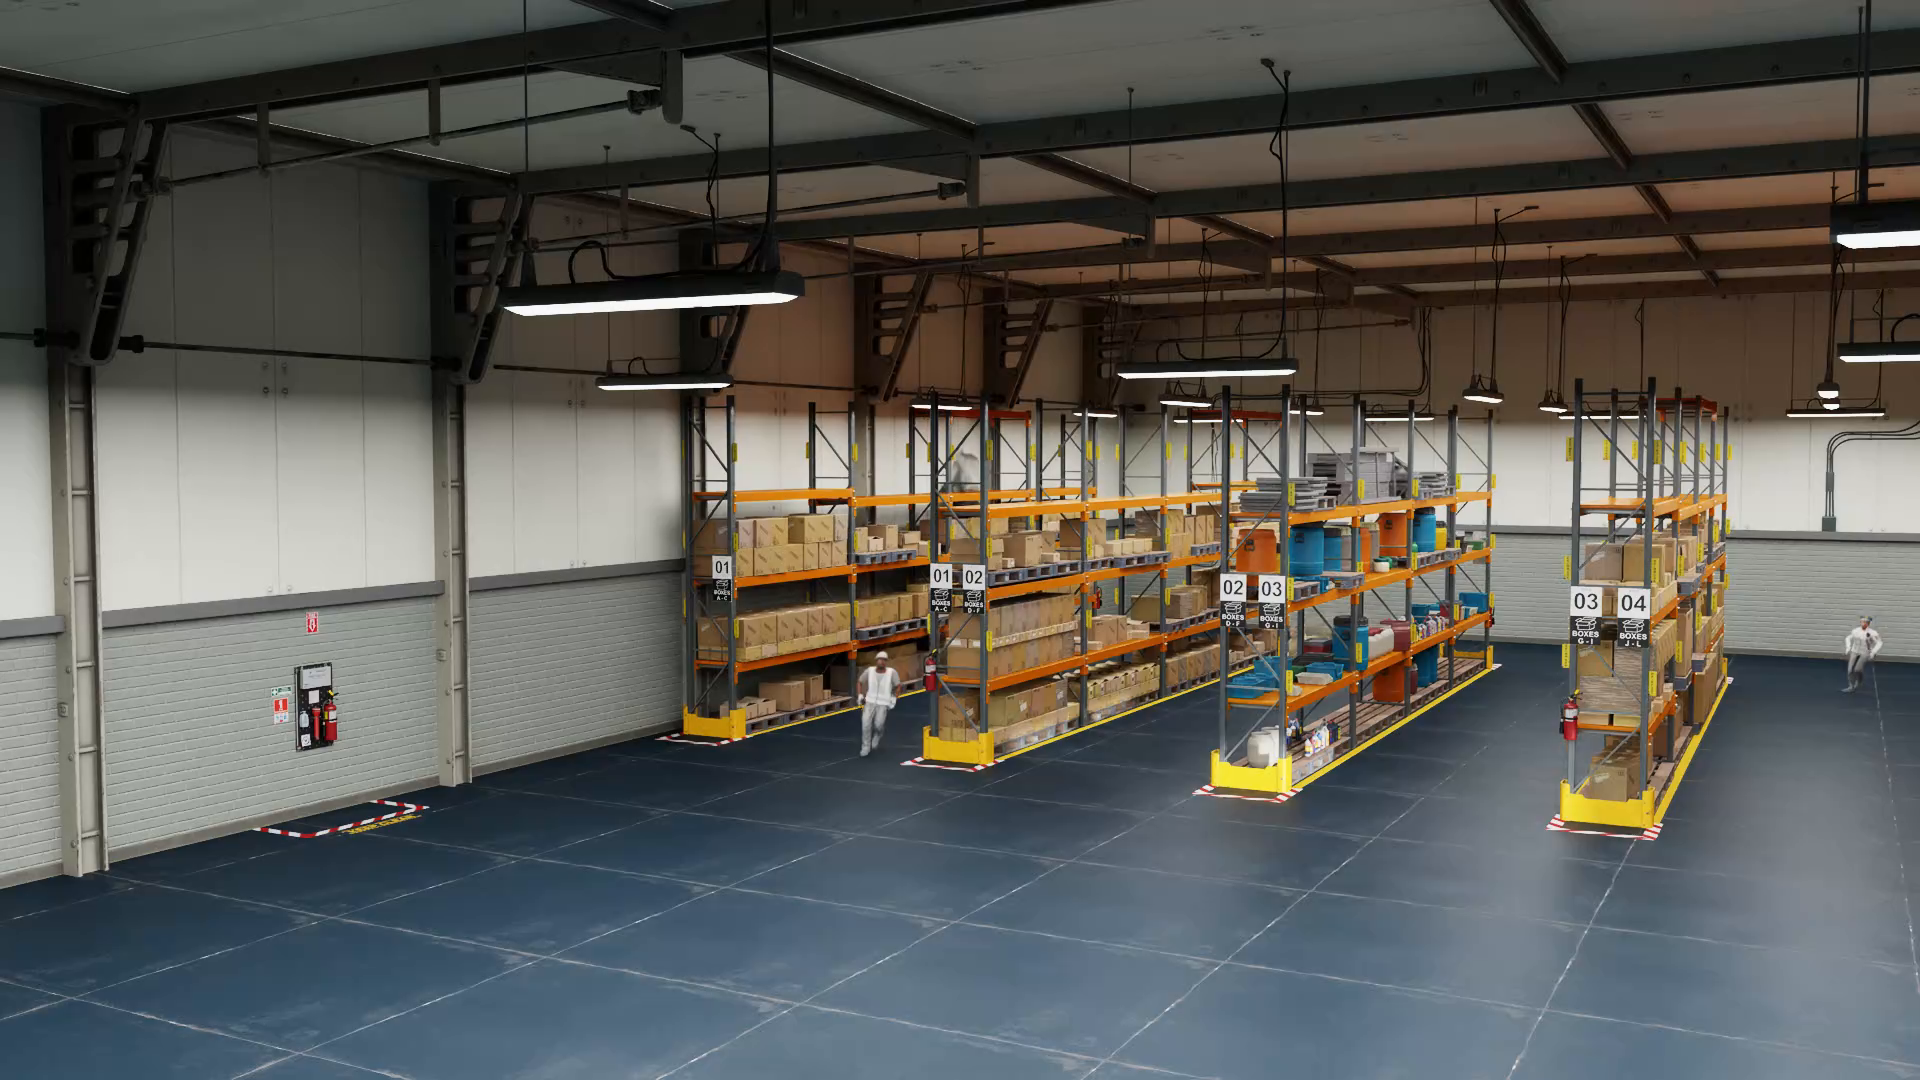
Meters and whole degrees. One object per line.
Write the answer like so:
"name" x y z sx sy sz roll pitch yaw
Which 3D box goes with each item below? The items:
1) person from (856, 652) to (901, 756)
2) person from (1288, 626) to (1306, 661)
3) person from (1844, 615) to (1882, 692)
"person" -1.362 2.708 27.499 0.740 1.716 0.502 0 3 6
"person" 6.546 2.479 32.325 0.596 1.622 0.716 2 4 32
"person" 18.708 2.371 34.579 0.487 1.629 0.624 -3 4 -41
